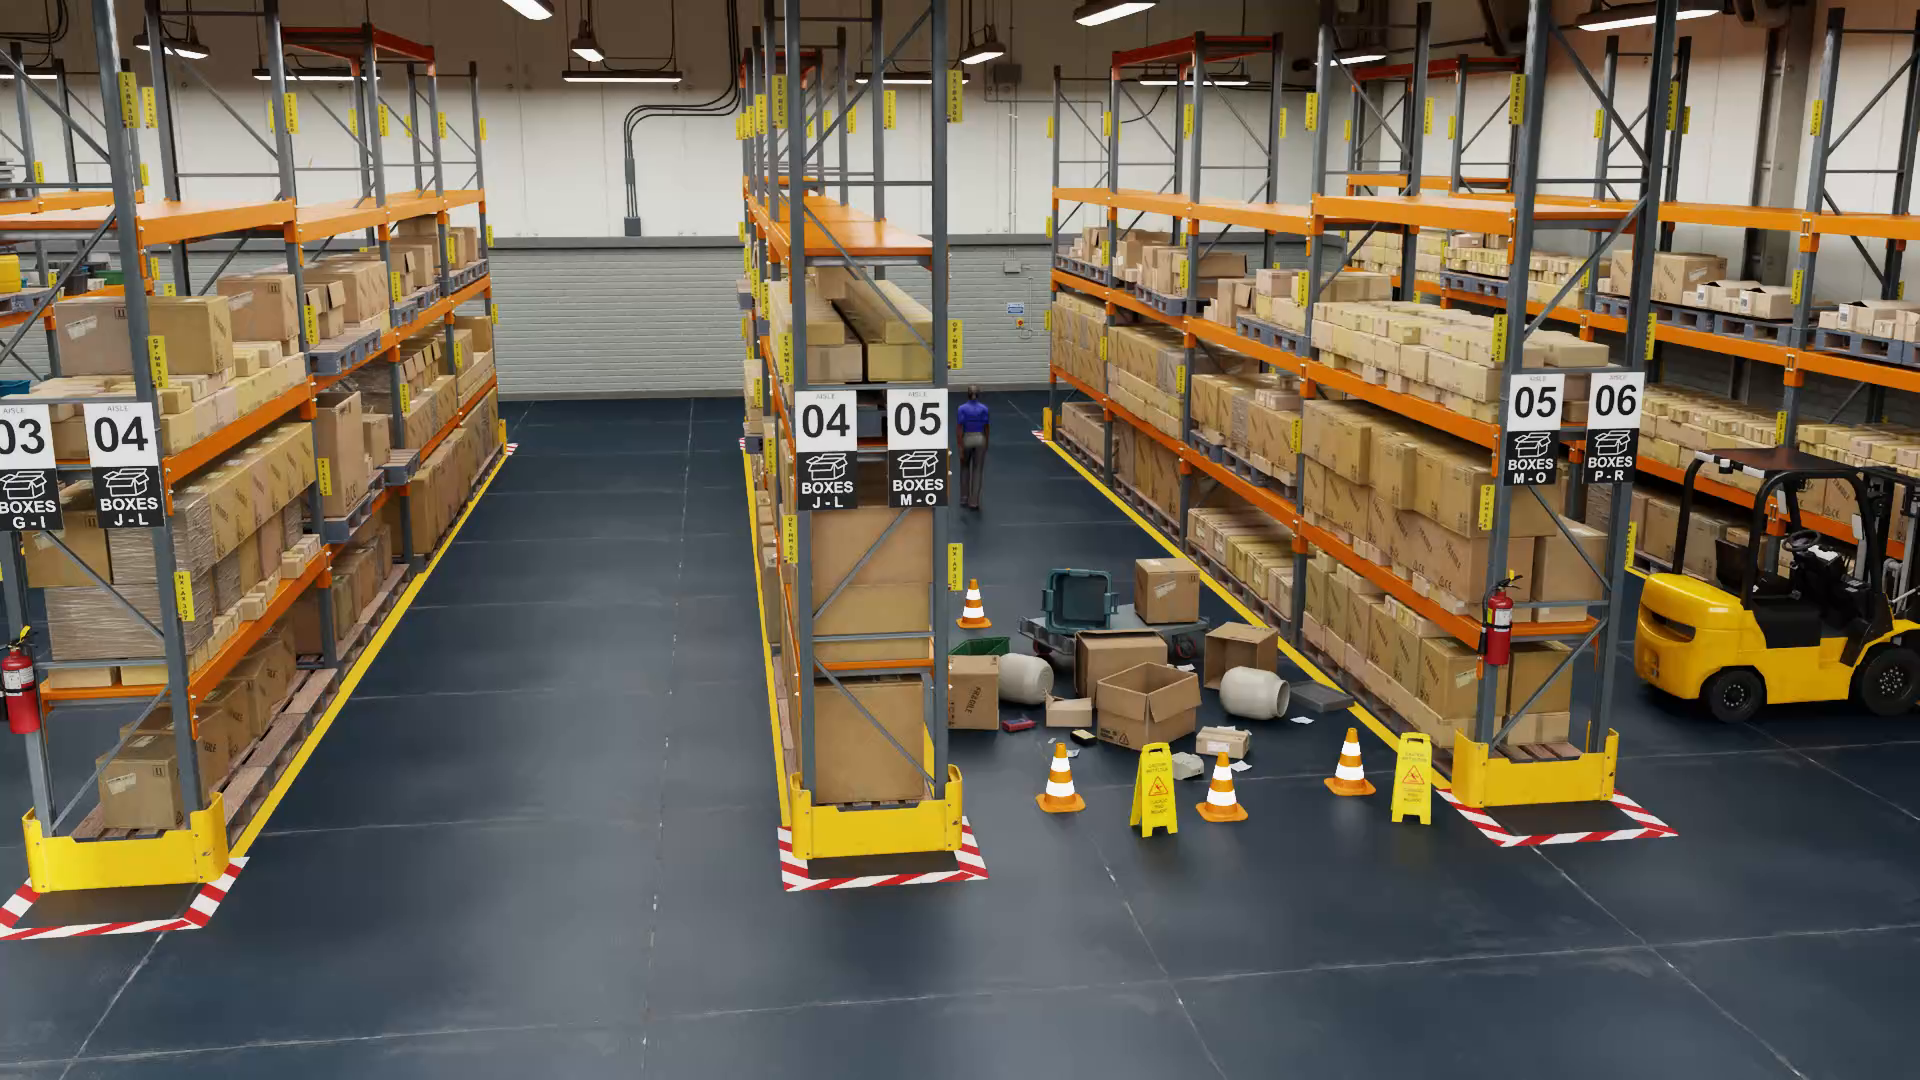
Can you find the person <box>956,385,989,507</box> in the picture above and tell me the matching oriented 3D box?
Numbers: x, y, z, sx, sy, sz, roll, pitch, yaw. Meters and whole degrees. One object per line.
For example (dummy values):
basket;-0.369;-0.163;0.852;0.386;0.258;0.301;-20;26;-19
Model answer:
person;0.177;-1.235;22.375;0.435;1.715;0.566;1;13;3
